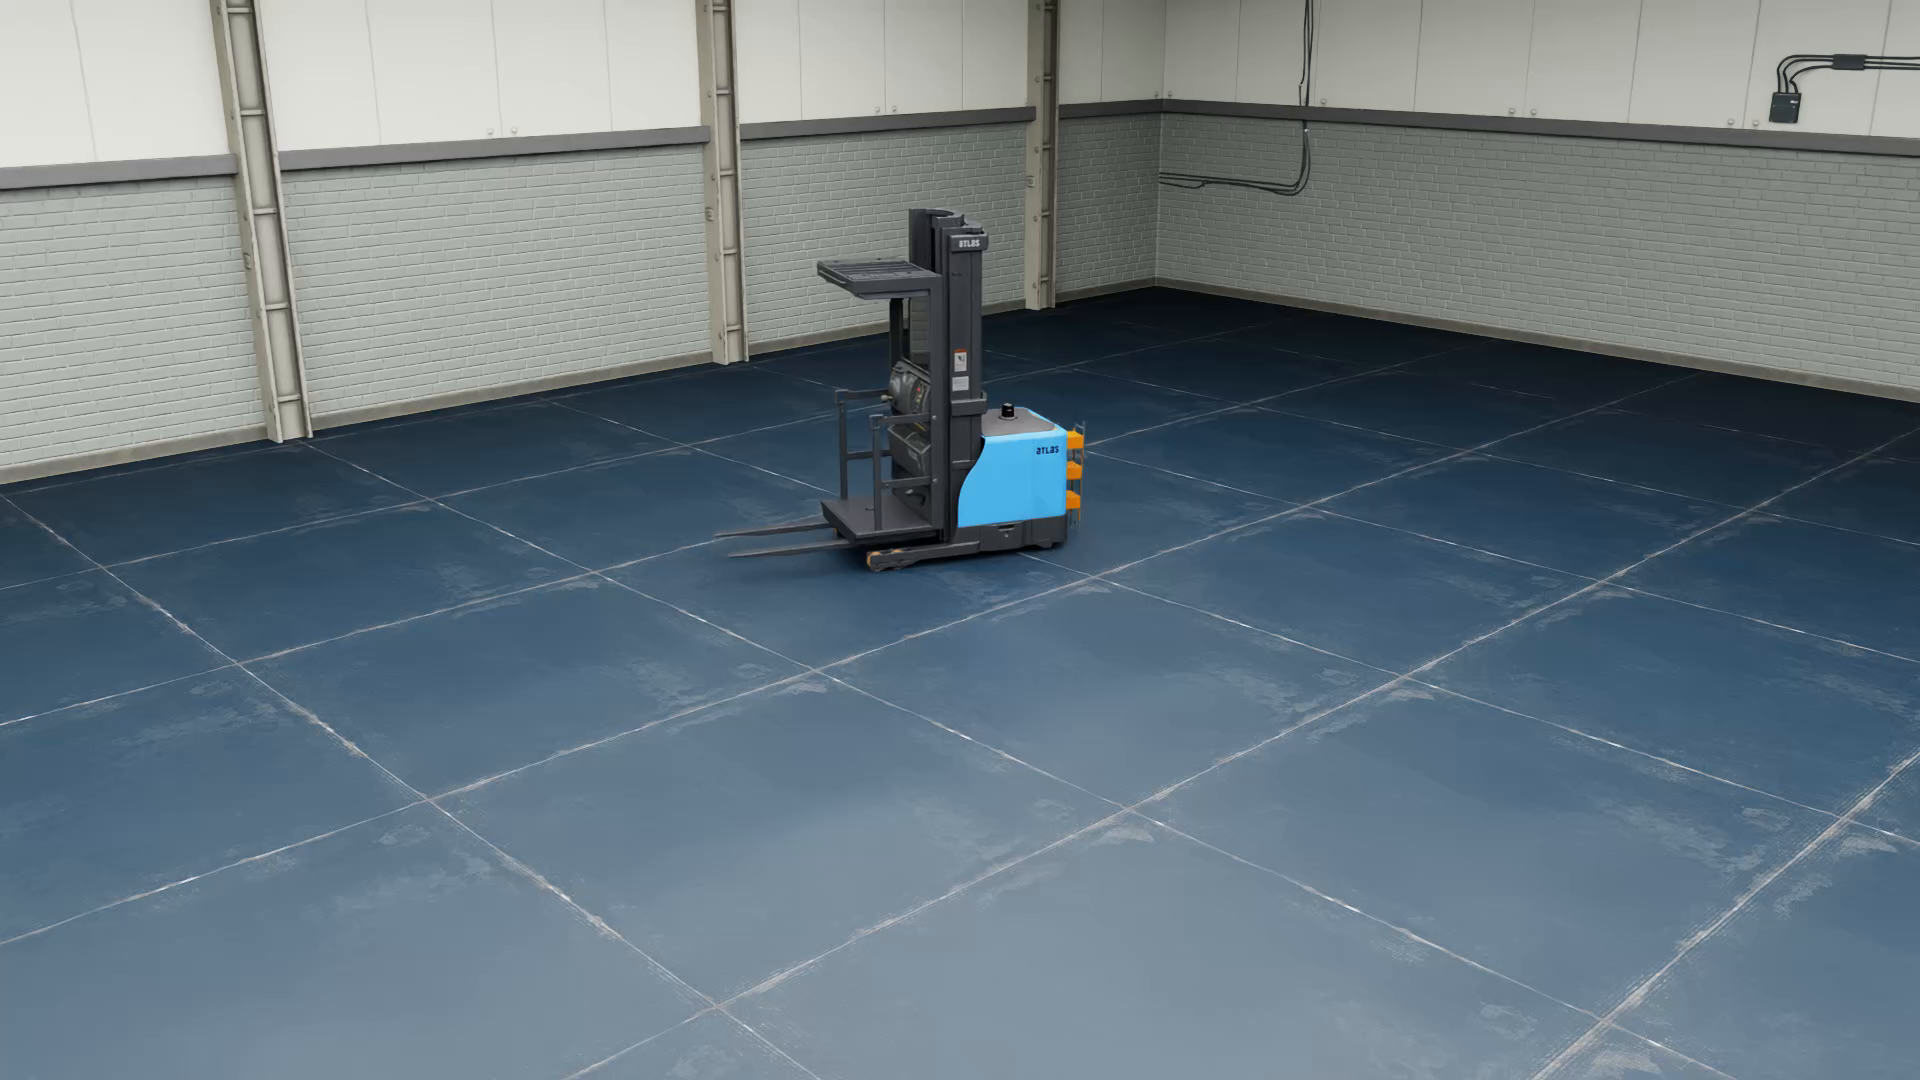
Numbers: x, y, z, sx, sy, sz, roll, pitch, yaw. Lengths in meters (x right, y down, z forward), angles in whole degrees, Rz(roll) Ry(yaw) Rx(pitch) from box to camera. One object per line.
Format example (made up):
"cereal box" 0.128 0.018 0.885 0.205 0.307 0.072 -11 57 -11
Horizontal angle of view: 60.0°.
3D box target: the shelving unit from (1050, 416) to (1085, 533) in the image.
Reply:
"shelving unit" 0.951 -0.585 15.075 0.252 1.050 0.215 -5 19 -20

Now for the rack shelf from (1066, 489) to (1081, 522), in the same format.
"rack shelf" 0.943 -0.309 15.161 0.240 0.259 0.215 -5 19 -20

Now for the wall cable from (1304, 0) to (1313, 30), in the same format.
"wall cable" 6.171 -8.613 23.805 0.112 2.526 3.097 -16 24 -41

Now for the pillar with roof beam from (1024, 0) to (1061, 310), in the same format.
"pillar with roof beam" 4.221 -7.001 21.988 0.400 9.000 9.100 -16 24 -41

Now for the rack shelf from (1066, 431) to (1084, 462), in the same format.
"rack shelf" 0.958 -0.845 14.993 0.240 0.259 0.215 -5 19 -20

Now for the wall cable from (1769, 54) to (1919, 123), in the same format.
"wall cable" 10.824 -7.781 18.878 0.169 6.003 2.305 -16 24 -41

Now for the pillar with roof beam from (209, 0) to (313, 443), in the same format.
"pillar with roof beam" -4.498 -4.458 14.145 0.400 9.000 9.100 -16 24 -41

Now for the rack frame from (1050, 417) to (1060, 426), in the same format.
"rack frame" 0.836 -0.575 15.033 0.008 1.050 0.200 -5 19 -20

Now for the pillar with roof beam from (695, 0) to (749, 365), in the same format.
"pillar with roof beam" -0.138 -5.730 18.066 0.400 9.000 9.100 -16 24 -41

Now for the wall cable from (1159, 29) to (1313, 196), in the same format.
"wall cable" 4.313 -6.817 26.454 0.112 2.526 3.097 -16 24 -41

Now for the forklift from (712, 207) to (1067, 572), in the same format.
"forklift" -0.620 -1.308 14.266 3.031 2.935 1.130 -7 19 -20

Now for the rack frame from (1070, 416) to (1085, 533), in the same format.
"rack frame" 1.065 -0.595 15.116 0.008 1.050 0.200 -5 19 -20

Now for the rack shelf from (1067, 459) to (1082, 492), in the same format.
"rack shelf" 0.950 -0.575 15.078 0.240 0.259 0.215 -5 19 -20
